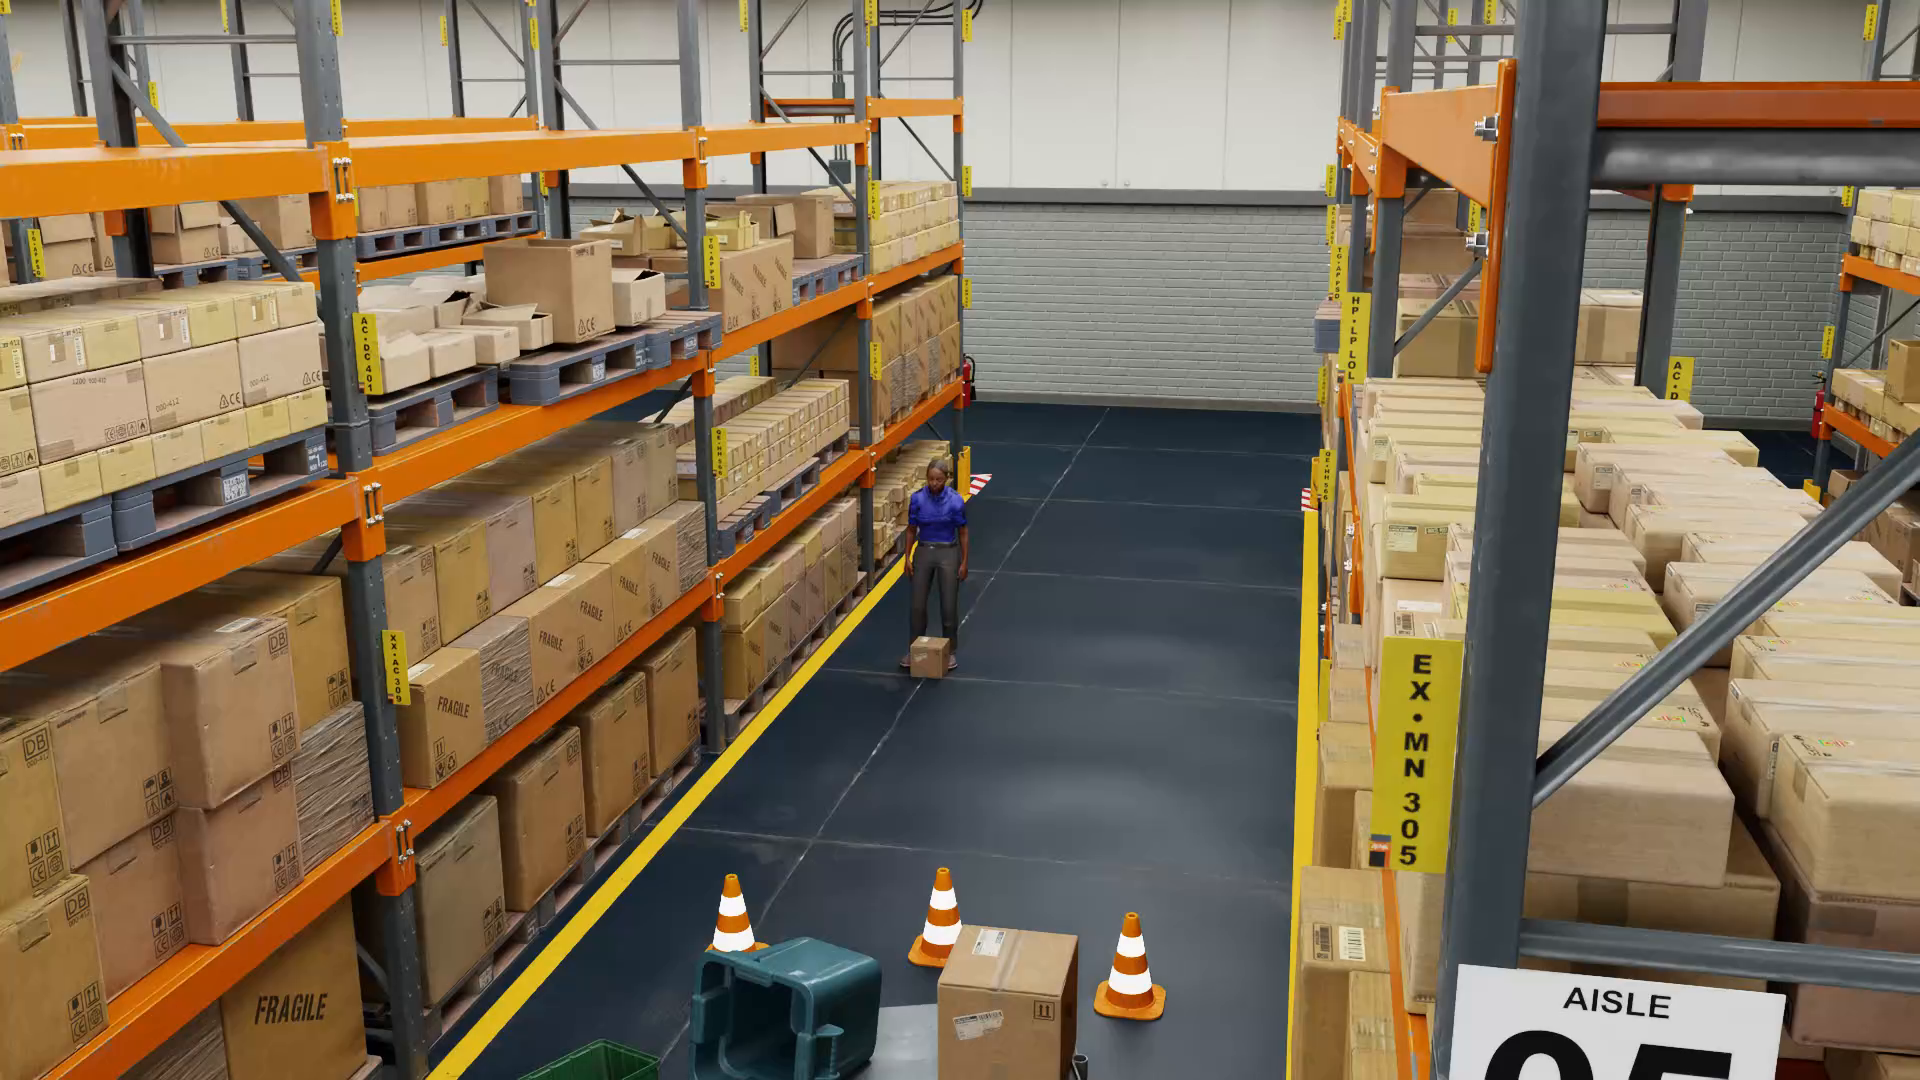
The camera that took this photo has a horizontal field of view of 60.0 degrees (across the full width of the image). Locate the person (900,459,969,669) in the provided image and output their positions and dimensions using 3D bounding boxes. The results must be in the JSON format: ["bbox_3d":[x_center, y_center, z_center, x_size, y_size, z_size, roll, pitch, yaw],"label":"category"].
[{"bbox_3d":[-0.194,0.170,12.876,0.527,1.655,0.348,2,15,9],"label":"person"}]
